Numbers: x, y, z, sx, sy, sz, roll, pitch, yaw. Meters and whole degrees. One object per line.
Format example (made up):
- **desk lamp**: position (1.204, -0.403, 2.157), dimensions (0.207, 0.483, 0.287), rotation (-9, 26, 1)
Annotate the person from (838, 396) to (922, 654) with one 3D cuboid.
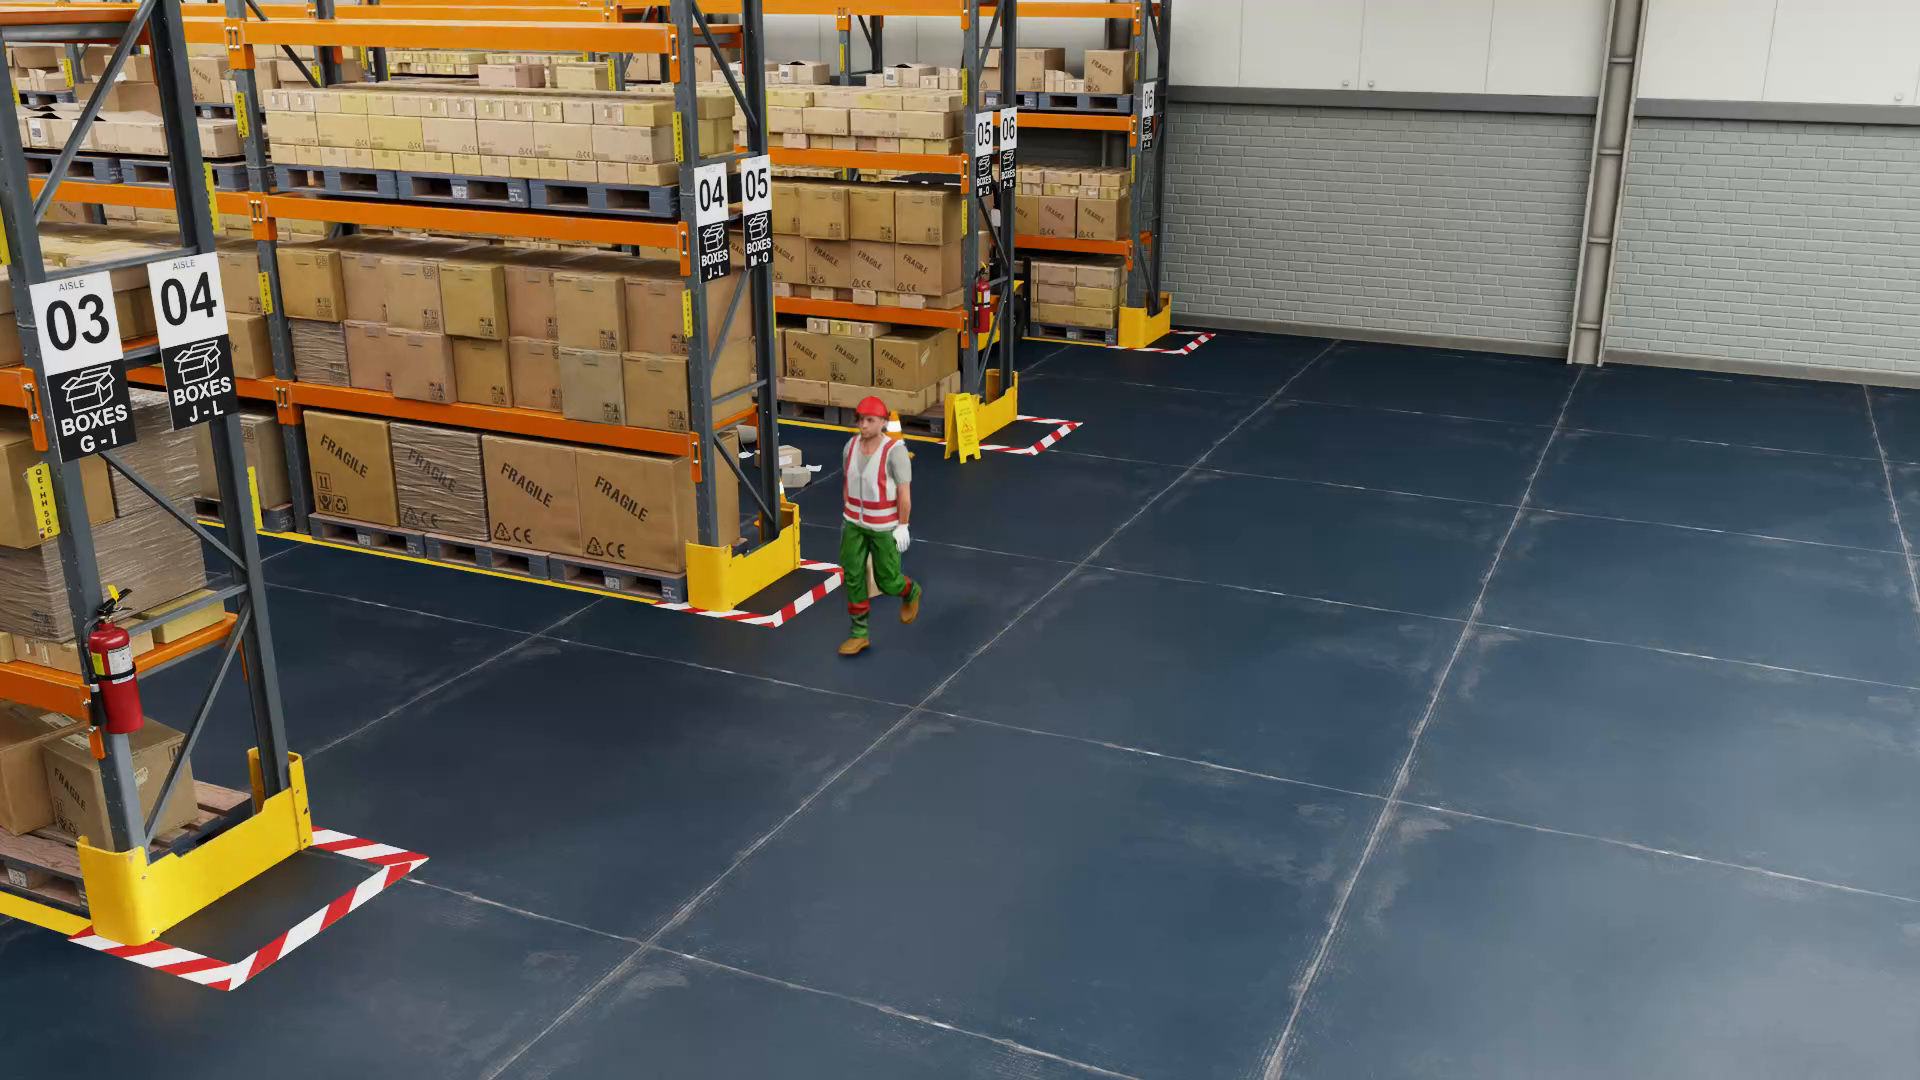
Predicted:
- **person**: position (-0.554, -0.127, 11.351), dimensions (0.542, 1.769, 0.750), rotation (10, 21, 26)
